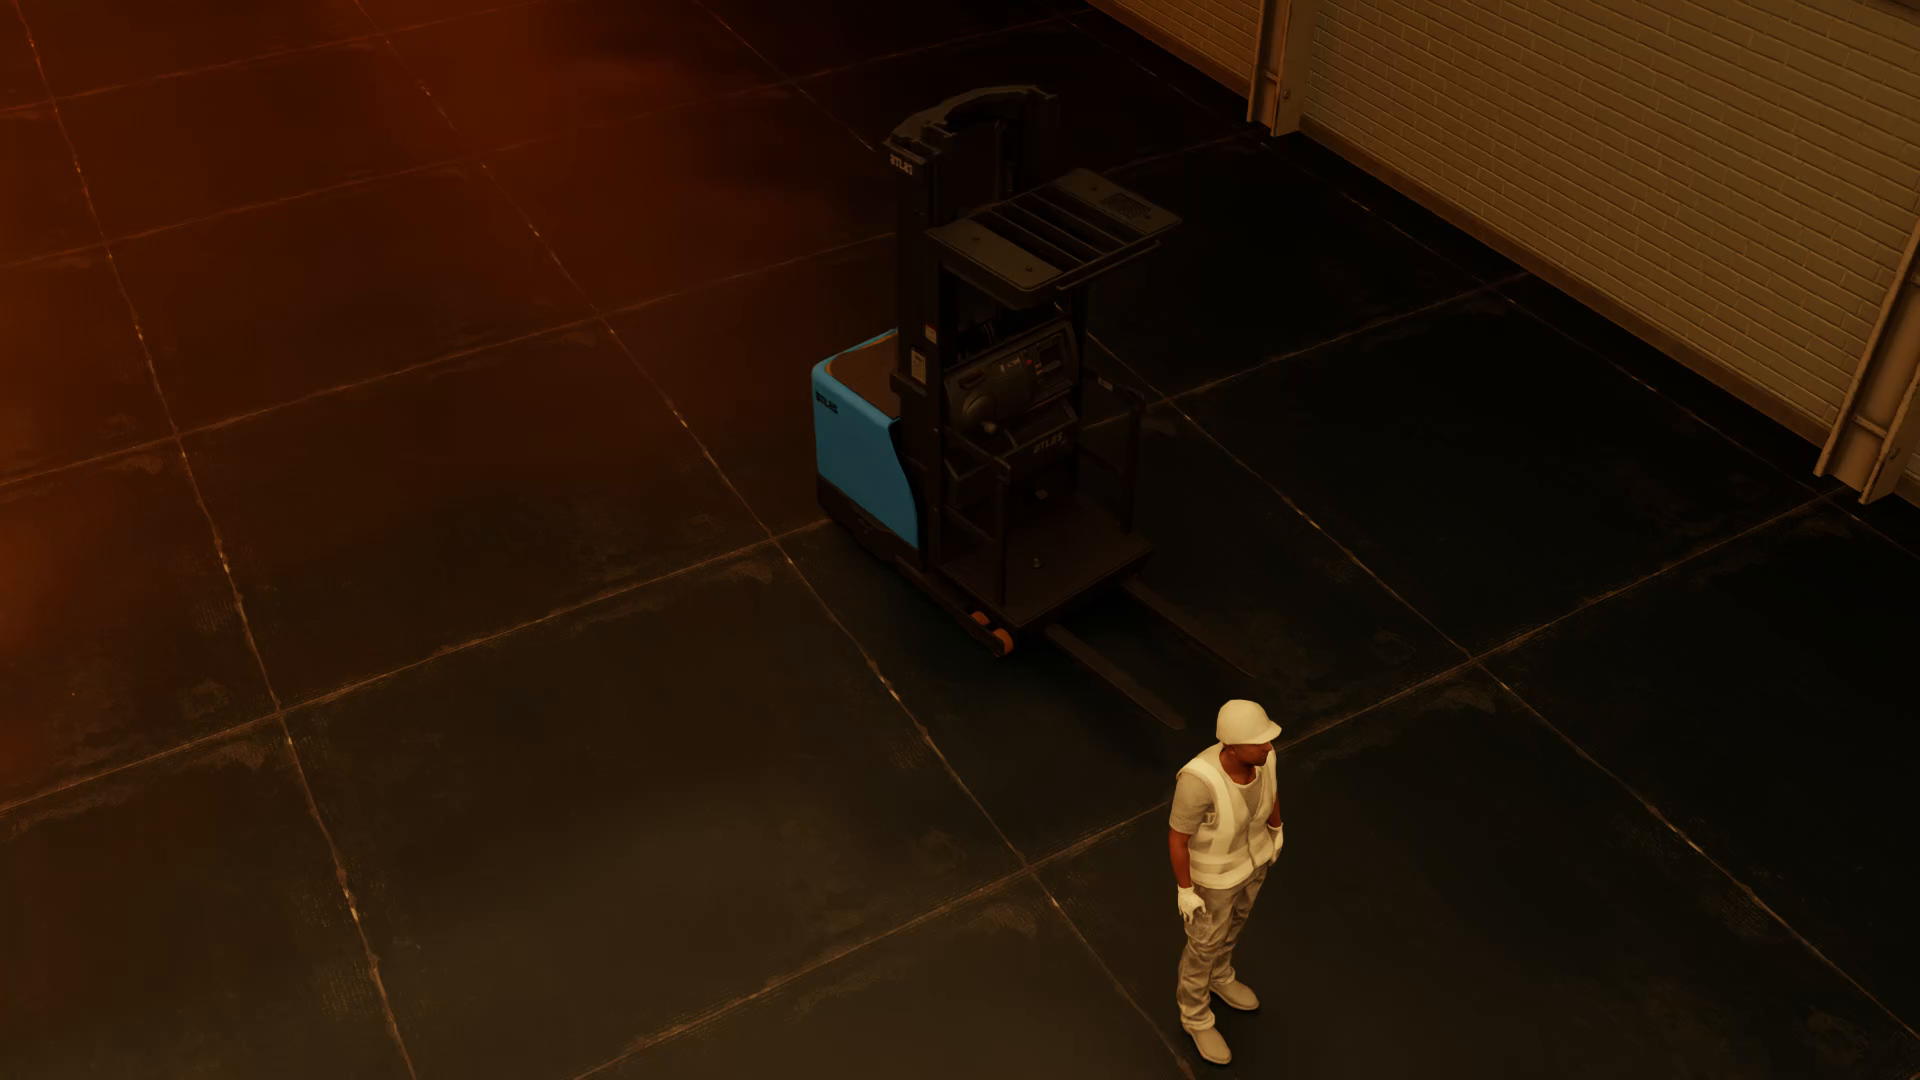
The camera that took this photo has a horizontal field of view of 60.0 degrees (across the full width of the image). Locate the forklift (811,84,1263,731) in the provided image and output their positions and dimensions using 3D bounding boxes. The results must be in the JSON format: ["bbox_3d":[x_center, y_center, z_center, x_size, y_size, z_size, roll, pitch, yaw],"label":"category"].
[{"bbox_3d":[0.428,-0.823,9.029,1.130,2.935,3.031,-29,47,-30],"label":"forklift"}]

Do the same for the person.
[{"bbox_3d":[1.208,1.436,7.195,0.655,1.784,0.572,-29,48,-31],"label":"person"}]
